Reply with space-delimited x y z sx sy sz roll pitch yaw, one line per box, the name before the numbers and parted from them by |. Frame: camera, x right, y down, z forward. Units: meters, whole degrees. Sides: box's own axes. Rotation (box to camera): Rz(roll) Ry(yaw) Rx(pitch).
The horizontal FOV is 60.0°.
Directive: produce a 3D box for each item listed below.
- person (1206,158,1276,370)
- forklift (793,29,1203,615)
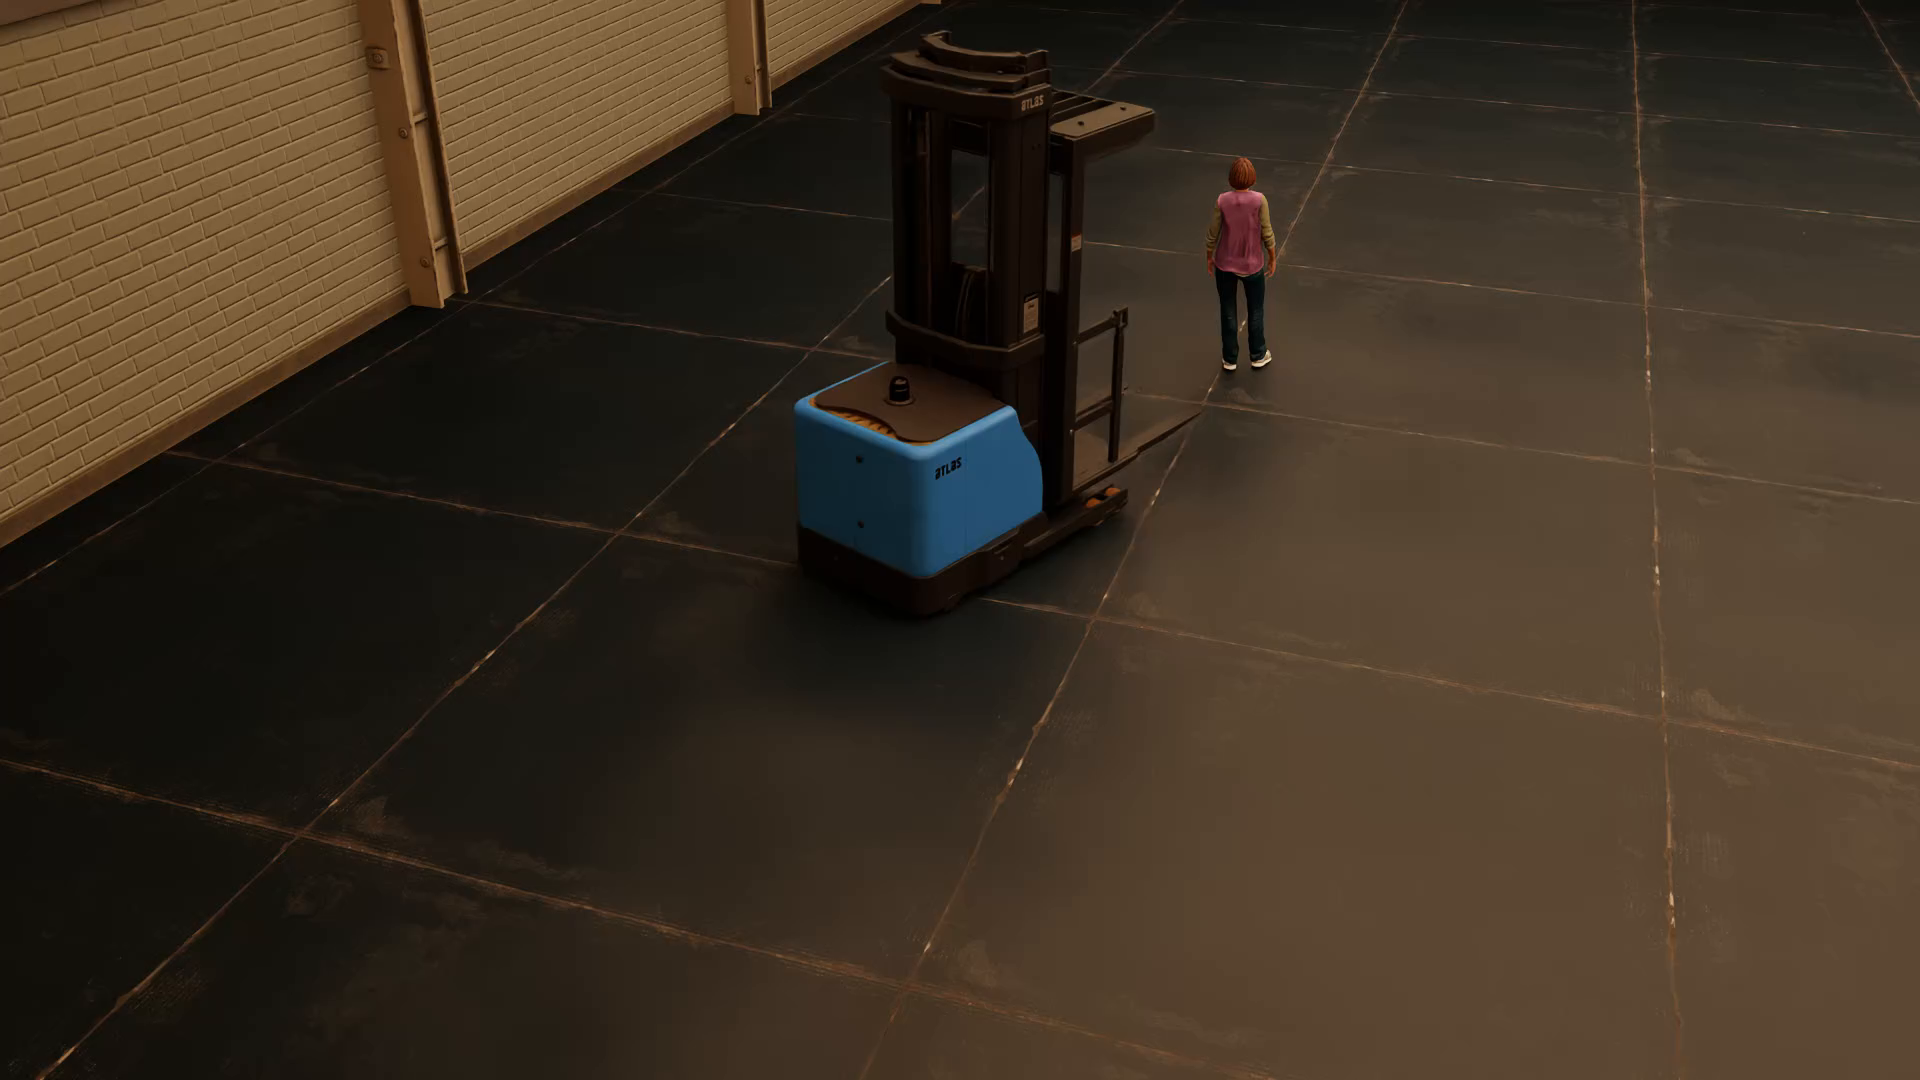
person | 2.031 -1.995 11.968 0.520 1.596 0.475 8 31 14
forklift | 0.394 -1.508 9.781 1.130 2.935 3.031 23 37 35
